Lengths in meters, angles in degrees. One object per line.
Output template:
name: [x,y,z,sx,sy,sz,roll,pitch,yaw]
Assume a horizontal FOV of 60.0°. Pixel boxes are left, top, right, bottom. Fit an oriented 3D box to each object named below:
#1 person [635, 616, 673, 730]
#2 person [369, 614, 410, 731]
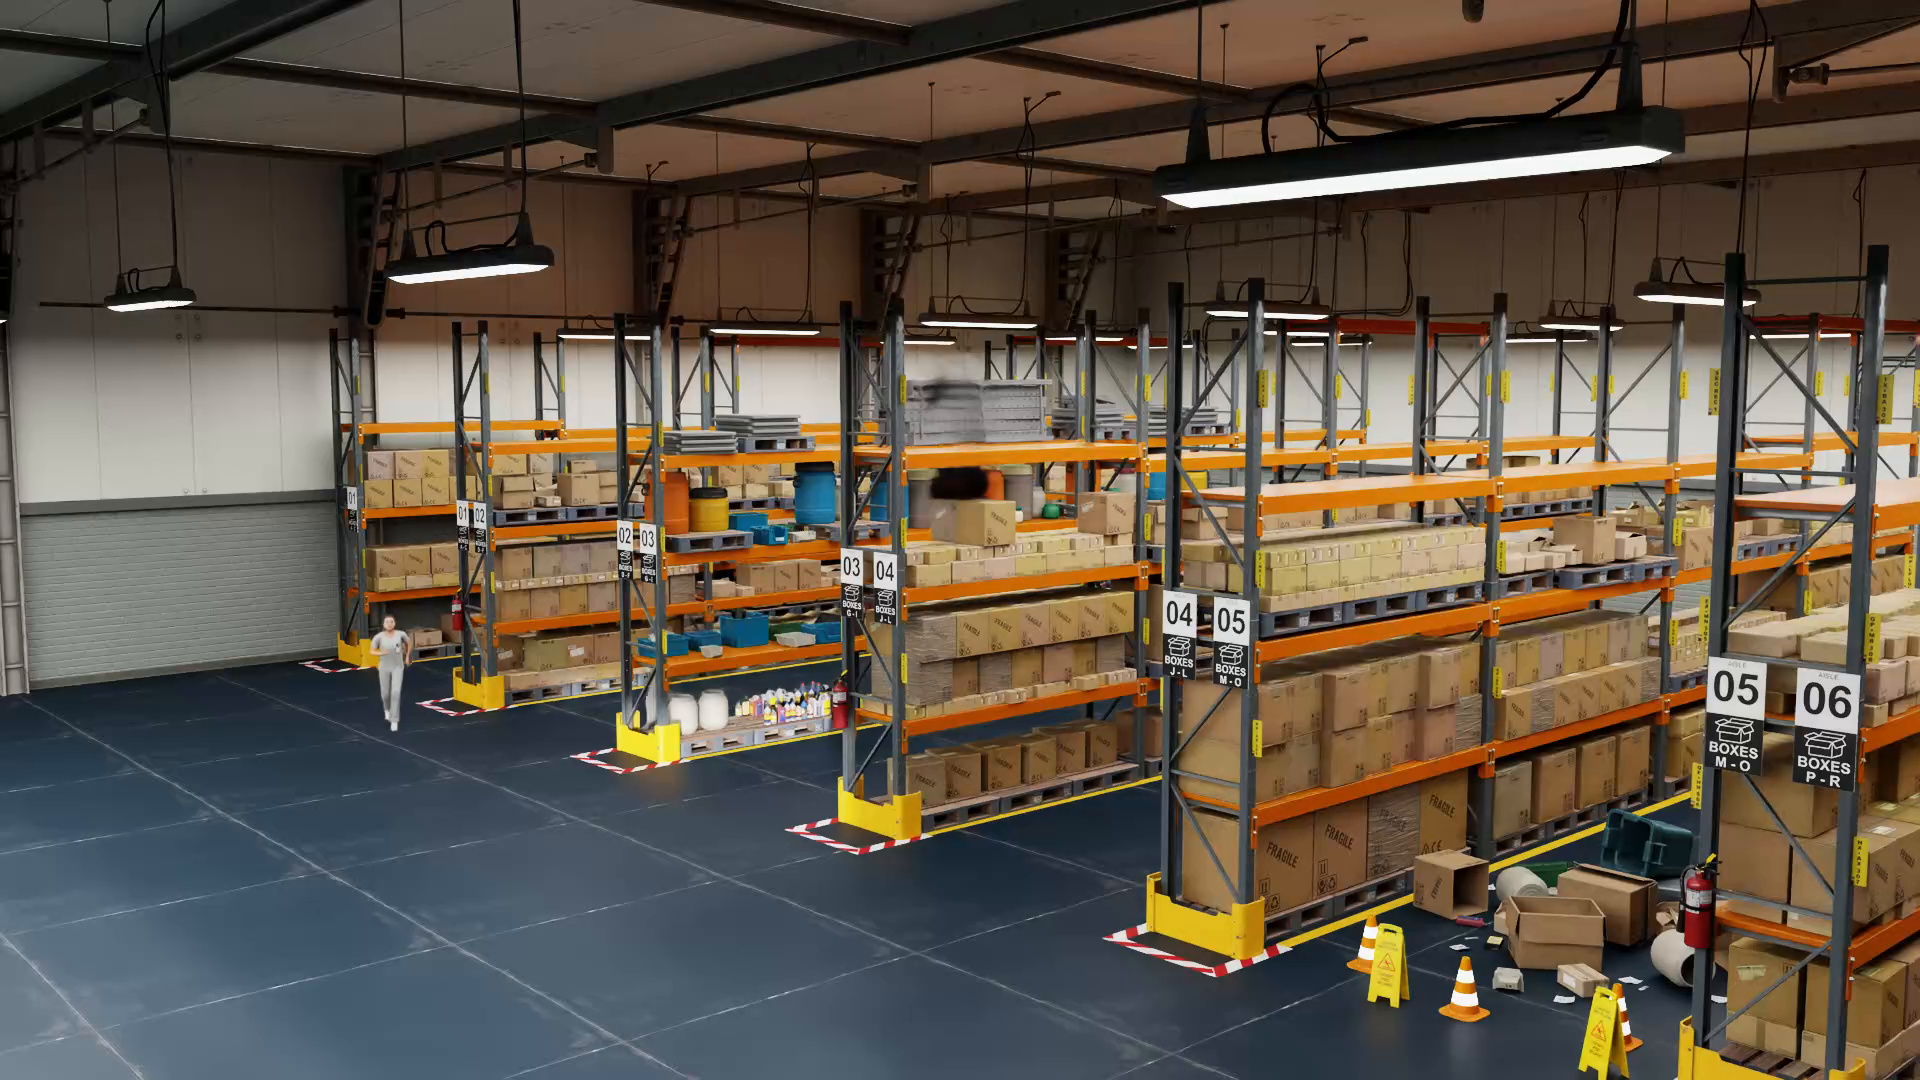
person: [-4.393,1.947,24.476,0.755,1.686,0.587,-5,8,-43]
person: [-8.350,1.904,24.390,0.576,1.665,0.922,-2,6,-19]
